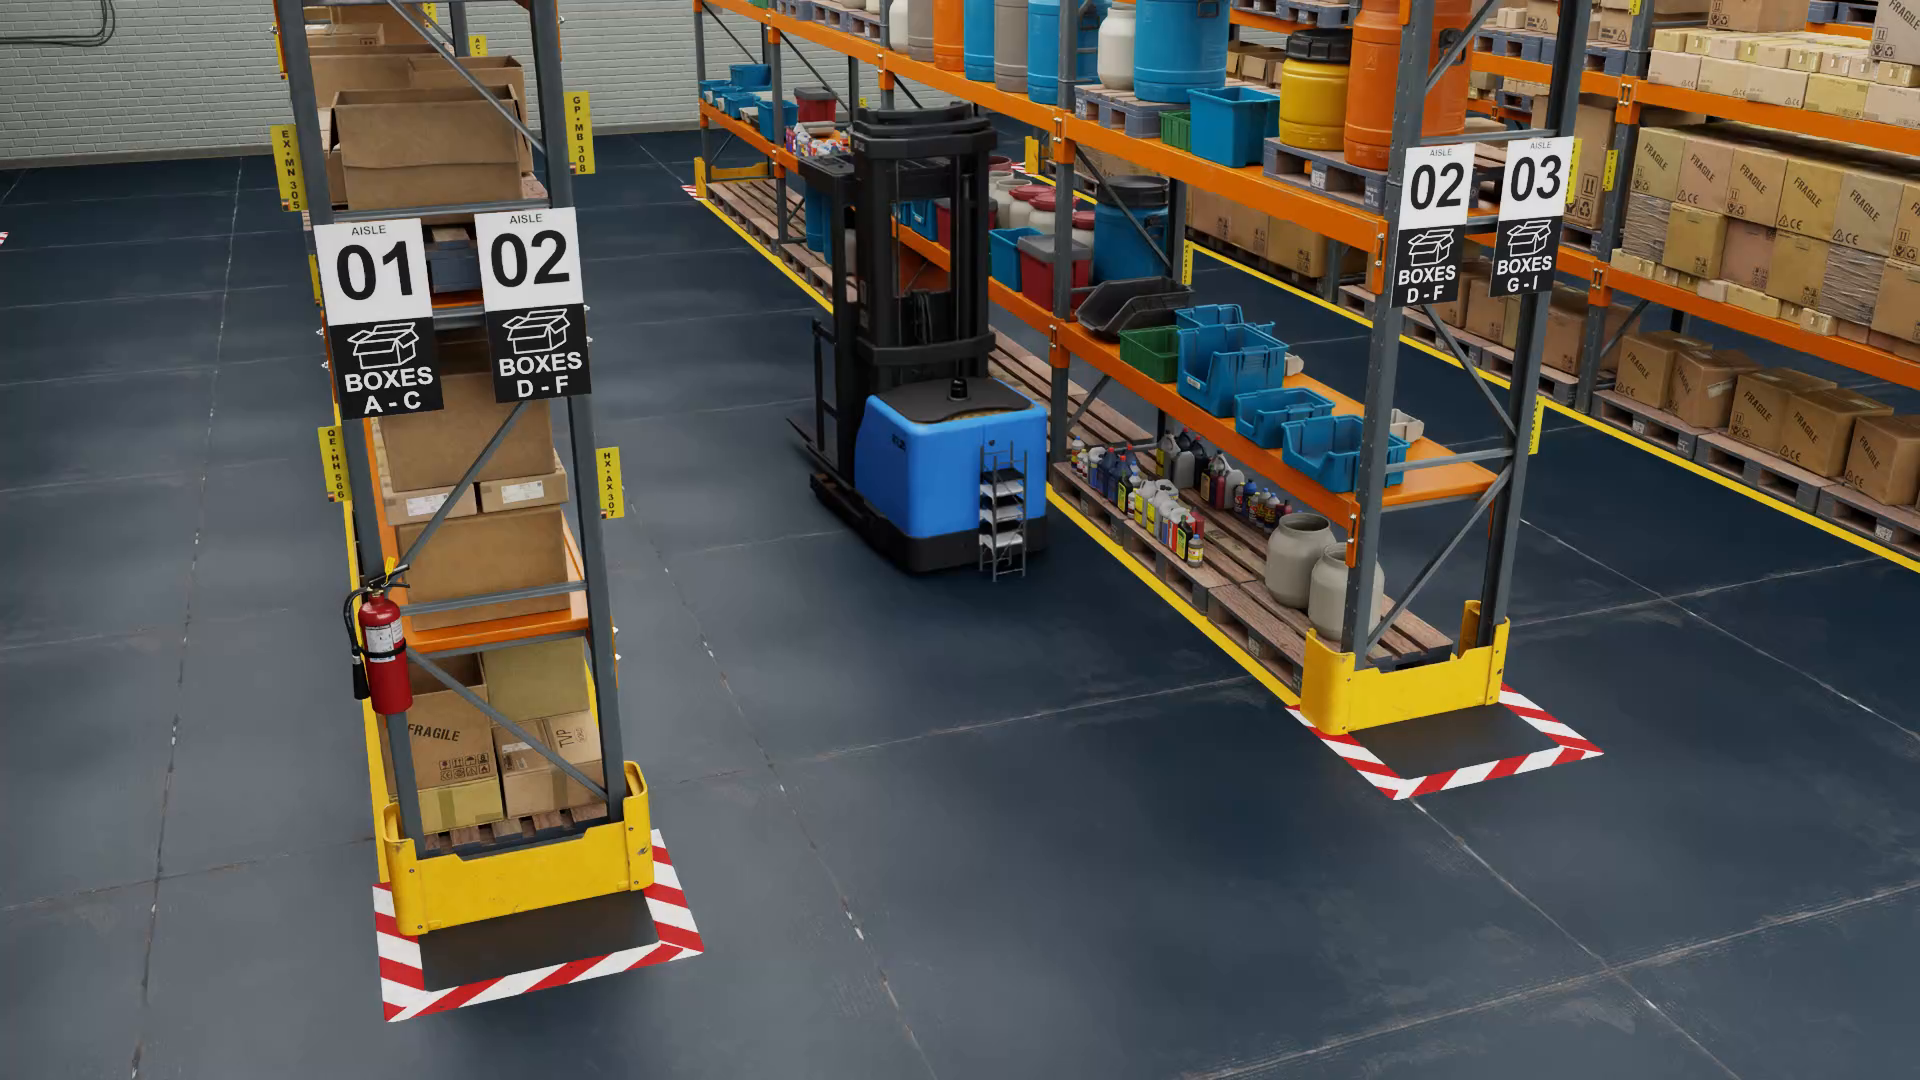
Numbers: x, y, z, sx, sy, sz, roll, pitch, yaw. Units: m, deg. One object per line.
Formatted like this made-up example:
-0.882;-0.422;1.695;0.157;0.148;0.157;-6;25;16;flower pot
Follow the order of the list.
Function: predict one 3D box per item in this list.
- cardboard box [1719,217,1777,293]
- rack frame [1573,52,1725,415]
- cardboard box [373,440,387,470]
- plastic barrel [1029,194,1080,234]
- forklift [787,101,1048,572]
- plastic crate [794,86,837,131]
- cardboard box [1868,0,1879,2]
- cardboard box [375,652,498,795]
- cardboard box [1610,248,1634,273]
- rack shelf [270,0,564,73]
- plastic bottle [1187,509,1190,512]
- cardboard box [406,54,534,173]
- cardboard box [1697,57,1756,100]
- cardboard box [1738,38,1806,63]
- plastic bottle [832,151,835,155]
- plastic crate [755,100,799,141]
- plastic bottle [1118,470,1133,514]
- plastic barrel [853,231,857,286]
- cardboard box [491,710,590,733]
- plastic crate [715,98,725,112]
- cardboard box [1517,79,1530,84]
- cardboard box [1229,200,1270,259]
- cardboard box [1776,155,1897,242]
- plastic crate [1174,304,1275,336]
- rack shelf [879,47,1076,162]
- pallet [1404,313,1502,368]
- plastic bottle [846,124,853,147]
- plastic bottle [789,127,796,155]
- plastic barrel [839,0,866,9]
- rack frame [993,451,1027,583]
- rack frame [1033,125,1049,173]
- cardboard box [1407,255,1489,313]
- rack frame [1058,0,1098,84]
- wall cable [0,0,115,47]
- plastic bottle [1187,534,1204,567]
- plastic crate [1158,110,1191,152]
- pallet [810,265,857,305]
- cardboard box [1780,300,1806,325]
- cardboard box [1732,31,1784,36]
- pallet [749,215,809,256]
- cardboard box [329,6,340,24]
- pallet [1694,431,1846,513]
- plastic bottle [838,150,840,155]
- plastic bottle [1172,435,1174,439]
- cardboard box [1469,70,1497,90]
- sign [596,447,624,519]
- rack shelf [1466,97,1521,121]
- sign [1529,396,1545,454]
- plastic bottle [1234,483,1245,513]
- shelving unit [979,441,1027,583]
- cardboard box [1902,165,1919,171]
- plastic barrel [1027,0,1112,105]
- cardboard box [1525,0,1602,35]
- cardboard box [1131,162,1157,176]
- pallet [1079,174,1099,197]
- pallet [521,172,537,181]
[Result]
6.322;-2.206;12.610;0.875;0.500;0.500;-8;24;-19;cardboard box
5.806;-2.549;13.936;1.000;3.000;0.127;-8;24;-19;rack frame
-2.547;-0.383;7.834;0.380;0.149;0.250;-9;24;-20;cardboard box
0.781;-2.576;13.826;0.433;0.535;0.433;0;23;0;plastic barrel
-0.476;-1.678;11.957;1.130;2.935;3.031;-10;25;-23;forklift
-1.734;-5.192;20.048;0.402;0.464;0.583;-8;24;-19;plastic crate
9.477;-5.565;16.675;0.500;0.311;0.500;-9;24;-20;cardboard box
-2.517;0.836;7.938;0.500;0.500;0.500;-8;24;-19;cardboard box
5.601;-2.314;13.702;0.380;0.149;0.250;-8;24;-19;cardboard box
-2.756;-2.713;8.042;1.077;0.370;4.000;-8;24;-19;rack shelf
1.524;-0.106;11.176;0.097;0.201;0.097;0;23;0;plastic bottle
-2.381;-2.065;8.076;0.500;0.500;0.500;-8;24;-19;cardboard box
5.917;-3.472;12.457;0.500;0.250;0.500;-9;24;-19;cardboard box
5.994;-3.613;12.279;0.380;0.149;0.250;-8;24;-17;cardboard box
-1.299;-3.889;17.264;0.061;0.283;0.133;-8;24;-19;plastic bottle
-2.138;-4.919;19.503;0.392;0.384;0.575;-8;24;-19;plastic crate
1.156;-0.336;11.616;0.061;0.283;0.133;-7;24;-17;plastic bottle
-0.828;-2.991;17.548;0.600;0.588;0.708;-8;24;-19;plastic barrel
-2.211;0.929;8.683;0.500;0.250;0.500;-8;24;-19;cardboard box
-3.012;-5.627;21.500;0.250;0.136;0.298;-8;24;-19;plastic crate
7.458;-6.014;21.557;0.380;0.149;0.250;-9;24;-20;cardboard box
3.861;-3.796;19.088;1.225;0.875;0.875;-8;24;-19;cardboard box
6.269;-2.451;11.905;0.500;0.500;0.500;-8;24;-19;cardboard box
1.818;-1.436;11.487;0.499;0.251;0.616;-8;24;-19;plastic crate
0.466;-3.647;13.605;1.077;0.370;4.000;-8;24;-19;rack shelf
5.095;-1.991;16.202;1.003;0.211;1.213;-8;24;-19;pallet
-1.212;-4.620;19.010;0.152;0.276;0.135;-8;24;-19;plastic bottle
-1.876;-4.482;18.673;0.061;0.283;0.133;-8;24;-19;plastic bottle
-1.008;-5.585;16.561;0.433;0.535;0.433;0;23;0;plastic barrel
0.327;-0.147;10.940;0.240;0.900;0.006;-10;25;-23;rack frame
1.567;-6.909;24.281;1.000;3.000;0.127;-8;24;-19;rack frame
4.856;-2.613;16.739;0.700;0.500;0.500;-10;25;-23;cardboard box
1.173;-4.634;11.158;1.000;3.000;0.127;-8;24;-19;rack frame
-13.999;-8.308;23.874;3.097;2.526;0.112;-8;24;-19;wall cable
1.527;0.063;10.774;0.097;0.201;0.097;0;23;0;plastic bottle
1.475;-2.543;10.333;0.336;0.188;0.450;-8;24;-19;plastic crate
-0.985;-2.761;18.030;1.003;0.211;1.213;-8;24;-19;pallet
6.274;-1.686;12.212;0.380;0.149;0.250;-8;24;-19;cardboard box
6.200;-3.858;12.859;0.380;0.149;0.250;-8;24;-18;cardboard box
-1.950;-3.753;20.383;1.003;0.211;1.213;-8;24;-19;pallet
-3.866;-3.477;10.962;0.500;0.500;0.500;-6;24;-14;cardboard box
6.511;-0.581;12.857;1.003;0.211;1.213;-8;24;-19;pallet
-1.242;-3.897;17.284;0.061;0.283;0.133;-8;24;-19;plastic bottle
1.592;-0.694;12.570;0.097;0.201;0.097;0;23;0;plastic bottle
7.221;-6.420;22.608;0.500;0.500;0.500;-8;24;-19;cardboard box
-1.528;-0.247;7.258;0.100;0.325;0.005;-8;24;-19;sign
6.949;-6.495;24.224;1.077;0.370;4.000;-8;24;-19;rack shelf
3.102;-0.618;8.997;0.100;0.325;0.005;-8;24;-19;sign
1.973;-0.303;11.642;0.097;0.201;0.097;0;23;0;plastic bottle
0.284;-0.183;11.025;0.258;0.900;0.210;-10;25;-23;shelving unit
6.932;-2.341;11.643;0.500;0.500;0.500;-8;24;-19;cardboard box
0.790;-3.638;12.011;0.600;0.901;0.708;-8;24;-19;plastic barrel
5.399;-4.699;14.501;0.797;0.503;0.637;-7;24;-17;cardboard box
2.822;-4.921;21.759;0.875;0.875;0.875;-8;24;-19;cardboard box
2.350;-4.902;23.109;1.003;0.211;1.213;-8;24;-19;pallet
-2.710;-1.784;8.372;1.003;0.211;1.213;-8;24;-19;pallet
